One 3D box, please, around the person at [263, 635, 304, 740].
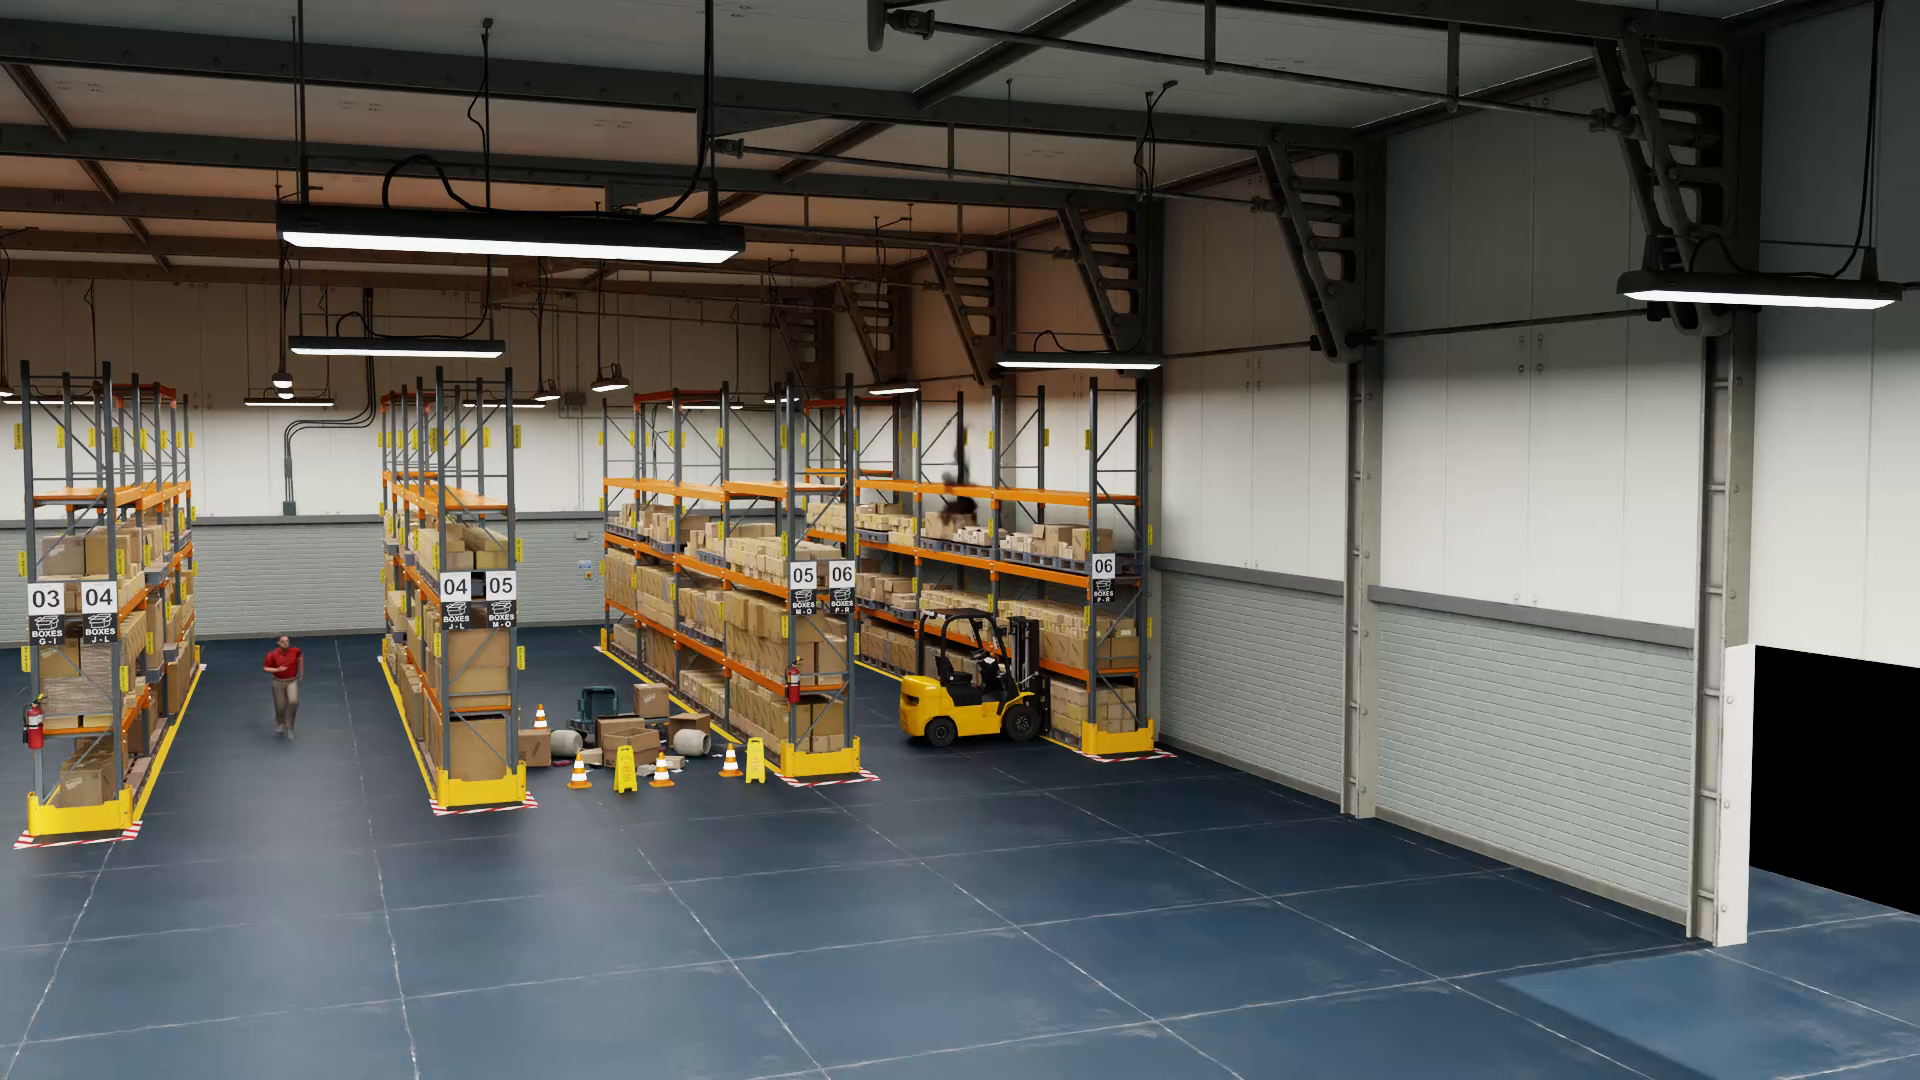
[{"bbox_3d":[-11.379,2.476,28.003,0.686,1.777,0.876,-2,4,-34],"label":"person"}]
